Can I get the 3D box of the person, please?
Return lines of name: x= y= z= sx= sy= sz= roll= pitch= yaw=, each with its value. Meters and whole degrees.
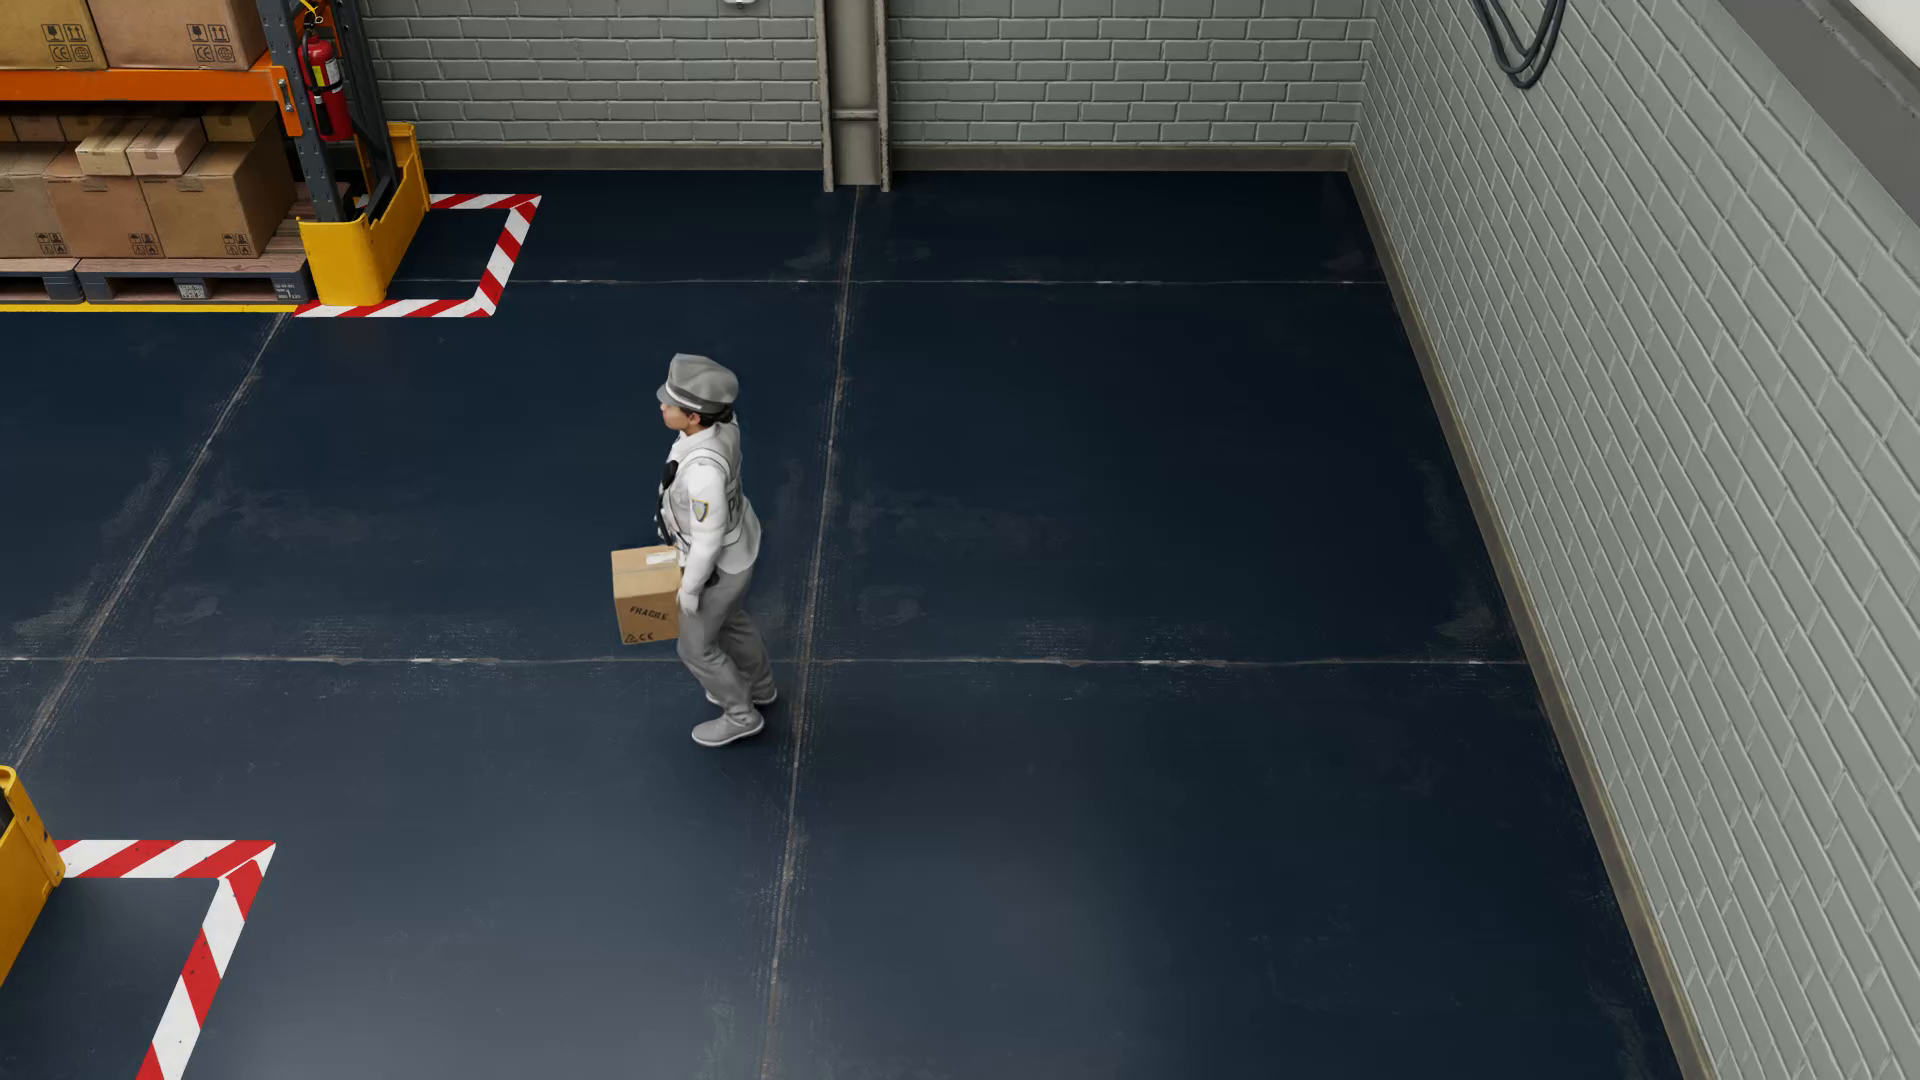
person: x=-0.938 y=0.061 z=6.064 sx=0.425 sy=1.688 sz=0.578 roll=1 pitch=40 yaw=1
